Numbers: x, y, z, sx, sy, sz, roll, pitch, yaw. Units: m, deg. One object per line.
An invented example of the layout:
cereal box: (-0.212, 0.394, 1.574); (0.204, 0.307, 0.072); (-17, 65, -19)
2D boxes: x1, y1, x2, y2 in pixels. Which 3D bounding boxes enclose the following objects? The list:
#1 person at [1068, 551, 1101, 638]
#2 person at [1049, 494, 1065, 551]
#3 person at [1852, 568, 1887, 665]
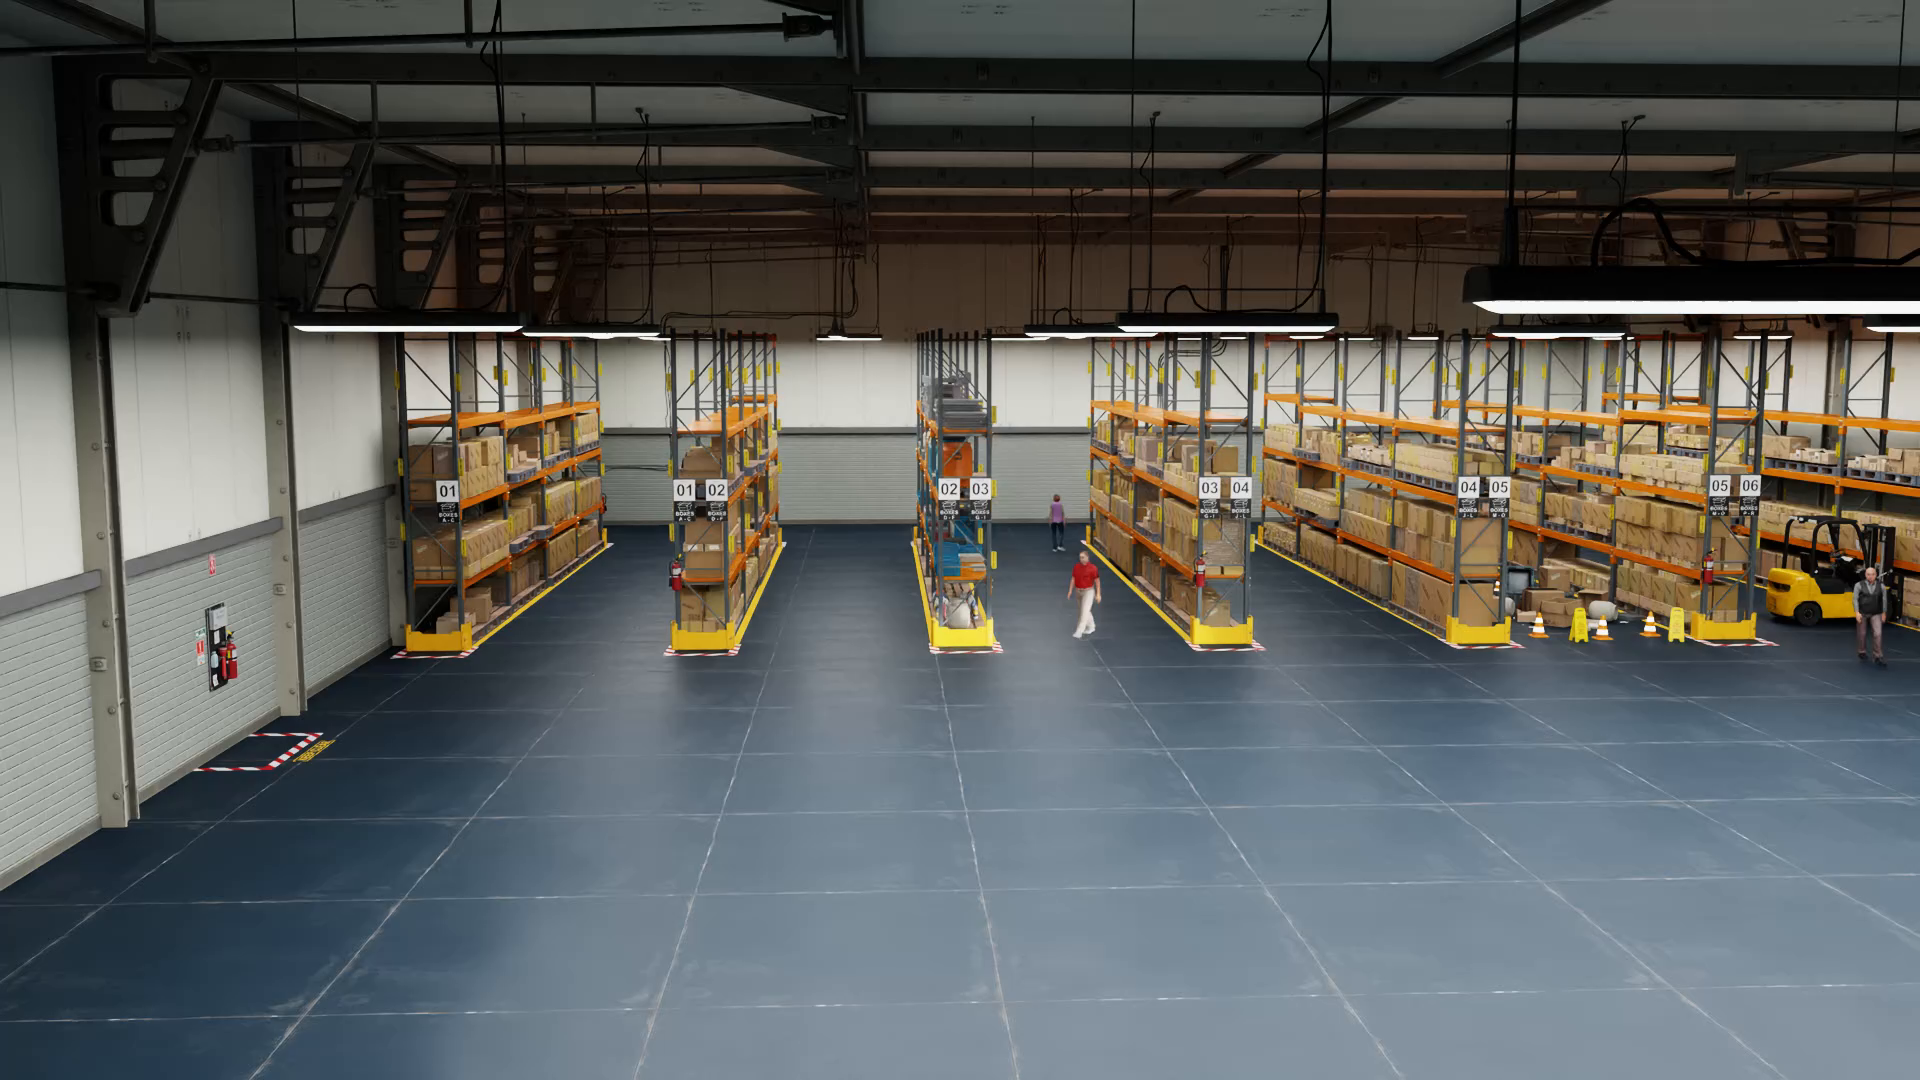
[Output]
person: (2.383, 1.045, 32.515); (0.566, 1.671, 1.029); (6, 9, 42)
person: (2.676, -0.464, 45.863); (0.454, 1.592, 0.452); (0, 7, 2)
person: (16.344, 1.346, 29.874); (0.573, 1.685, 0.888); (3, 7, 24)
